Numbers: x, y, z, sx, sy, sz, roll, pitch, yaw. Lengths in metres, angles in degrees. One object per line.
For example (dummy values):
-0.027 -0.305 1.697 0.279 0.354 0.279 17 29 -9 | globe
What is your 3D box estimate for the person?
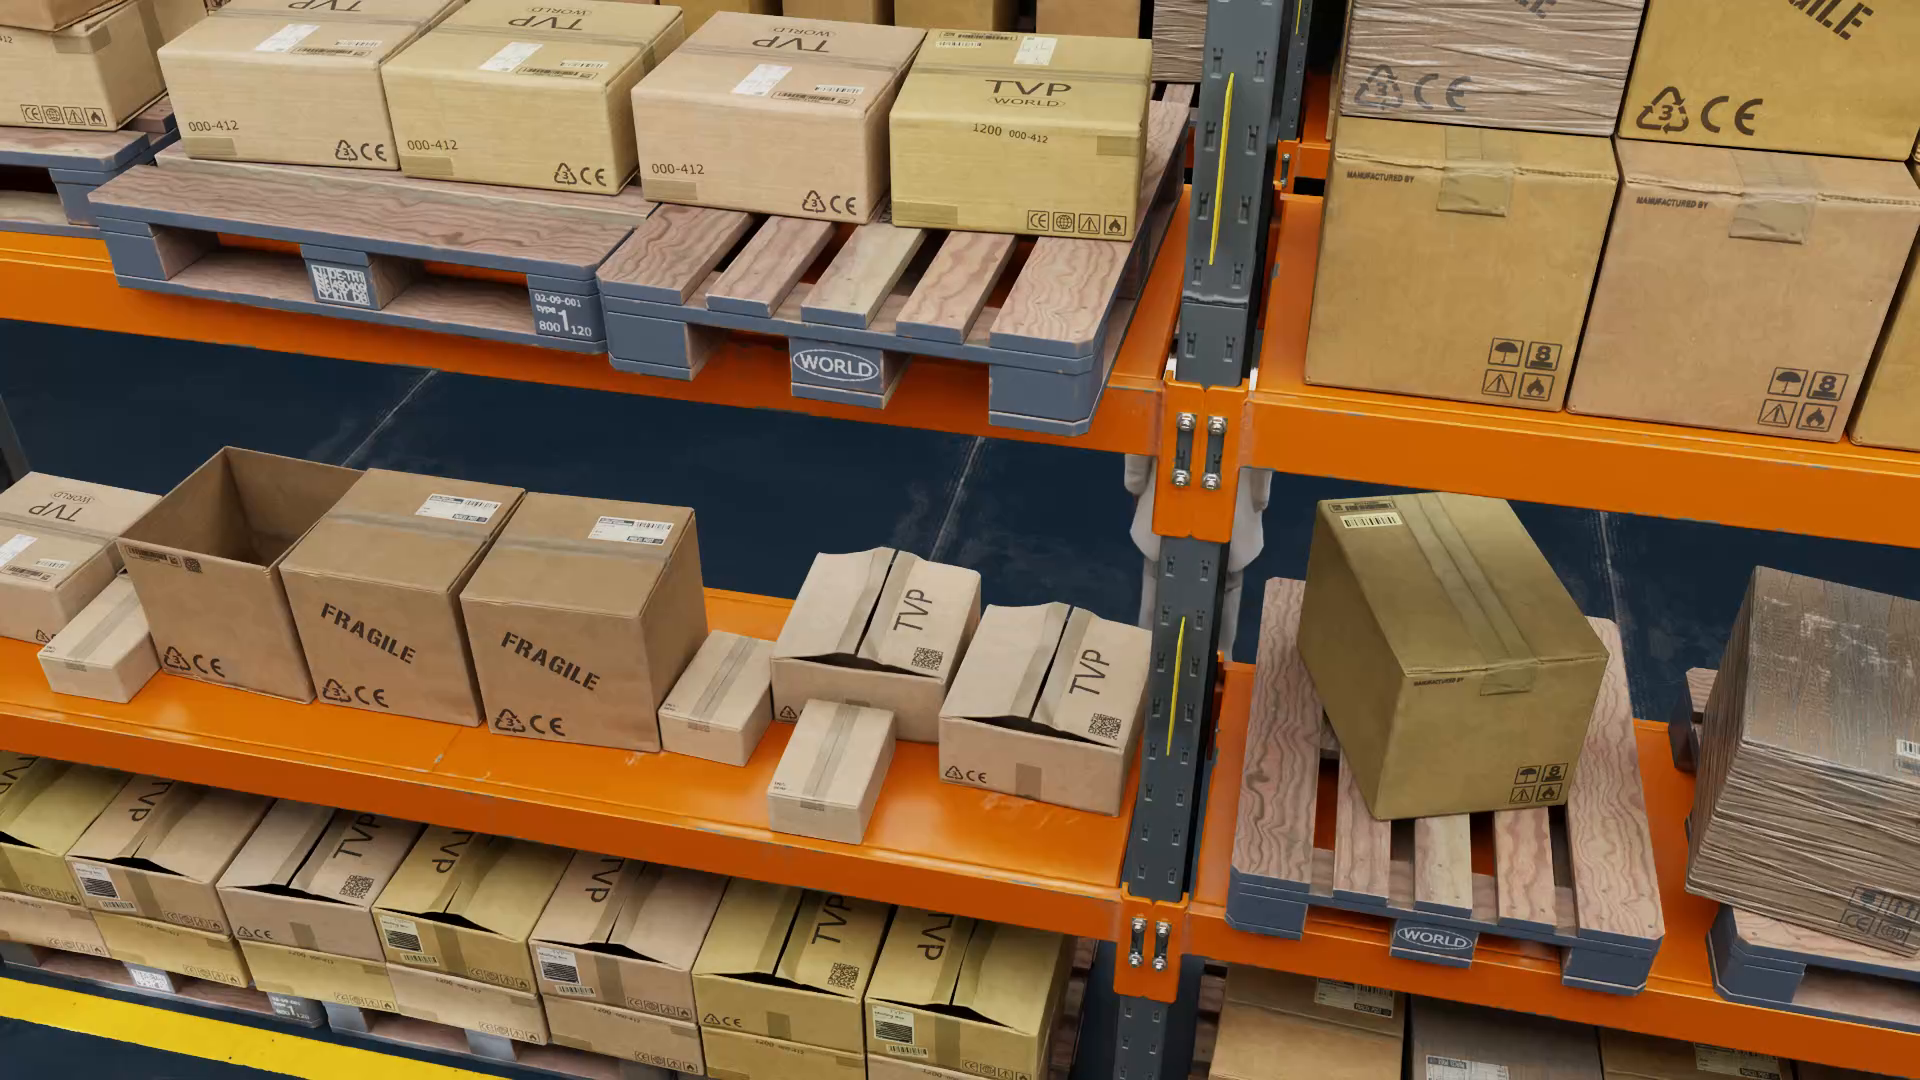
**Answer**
0.903 -0.151 6.386 0.567 1.765 0.379 8 37 11 | person
